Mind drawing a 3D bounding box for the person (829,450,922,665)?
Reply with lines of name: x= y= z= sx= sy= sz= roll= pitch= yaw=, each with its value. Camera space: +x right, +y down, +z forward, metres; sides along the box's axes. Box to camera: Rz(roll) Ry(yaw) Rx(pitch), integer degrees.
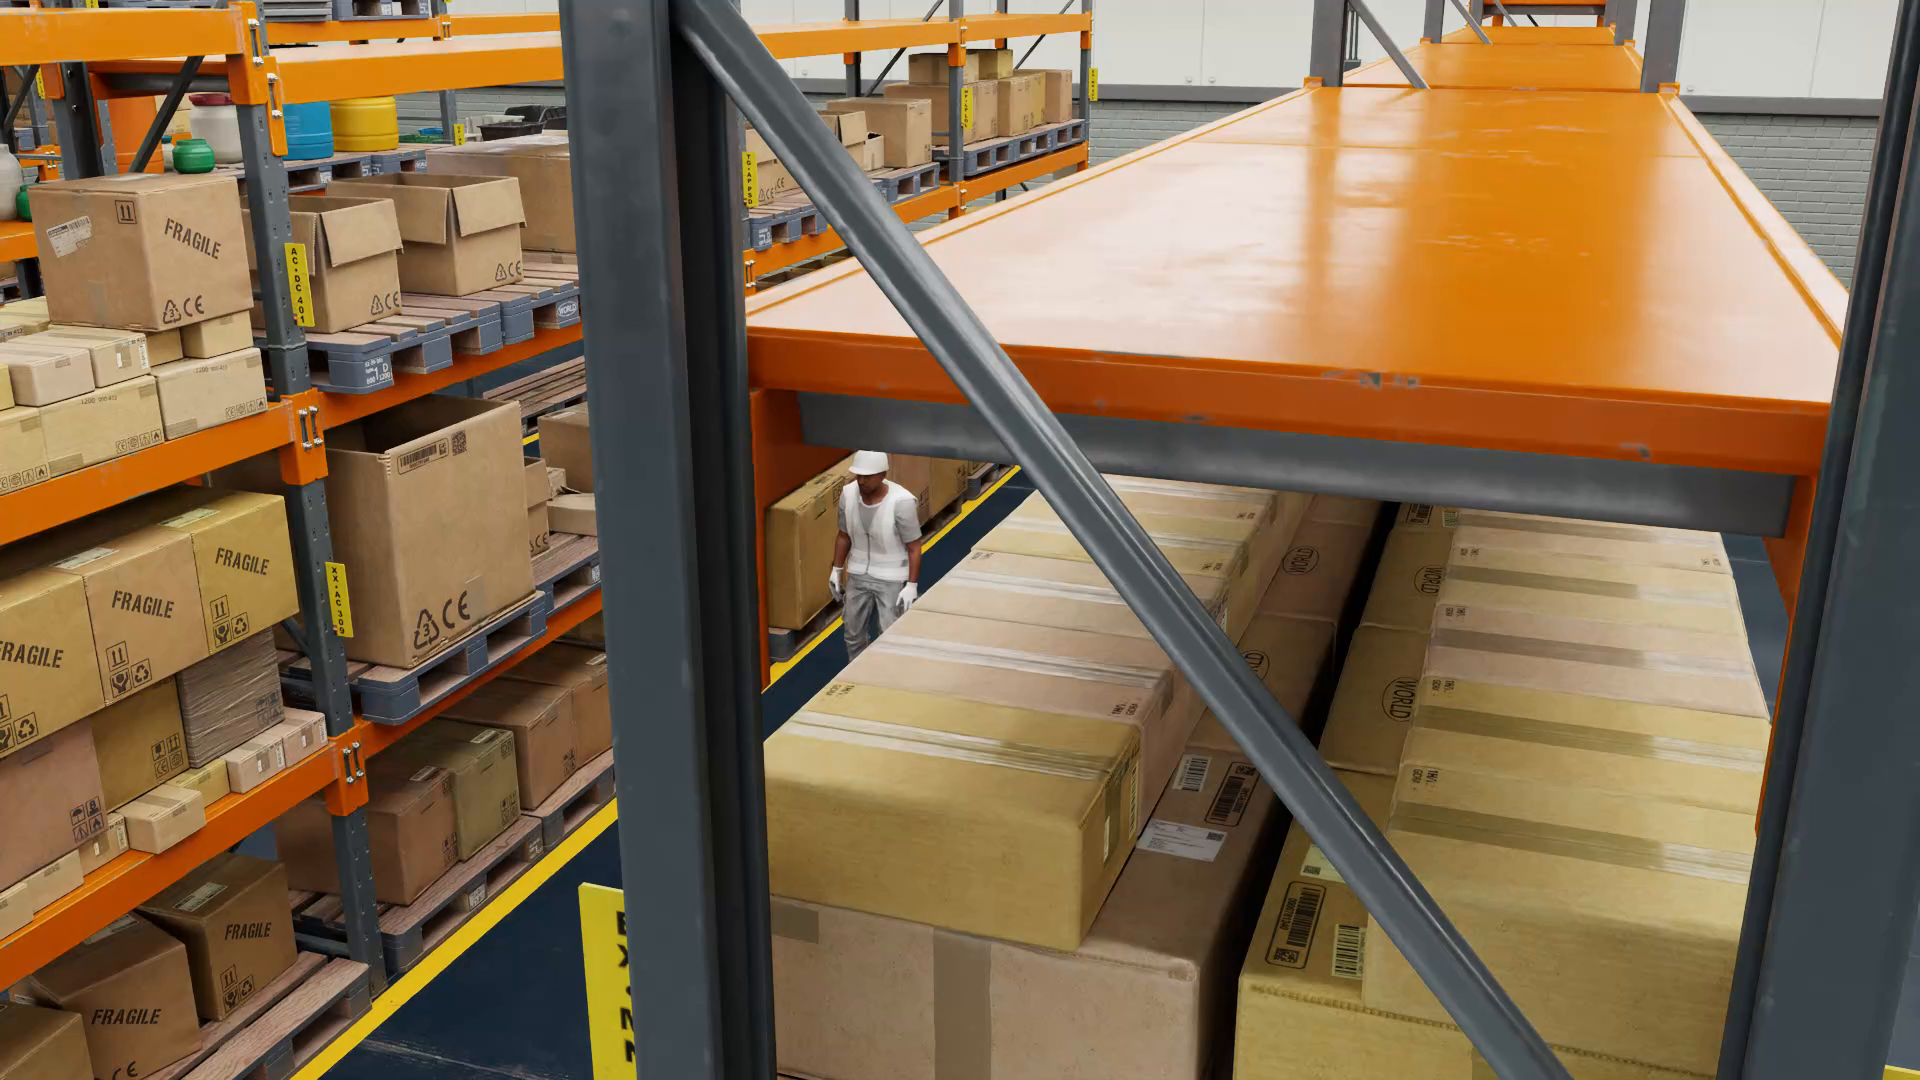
person: x=-0.524 y=0.257 z=10.273 sx=0.619 sy=1.775 sz=0.446 roll=10 pitch=21 yaw=28
